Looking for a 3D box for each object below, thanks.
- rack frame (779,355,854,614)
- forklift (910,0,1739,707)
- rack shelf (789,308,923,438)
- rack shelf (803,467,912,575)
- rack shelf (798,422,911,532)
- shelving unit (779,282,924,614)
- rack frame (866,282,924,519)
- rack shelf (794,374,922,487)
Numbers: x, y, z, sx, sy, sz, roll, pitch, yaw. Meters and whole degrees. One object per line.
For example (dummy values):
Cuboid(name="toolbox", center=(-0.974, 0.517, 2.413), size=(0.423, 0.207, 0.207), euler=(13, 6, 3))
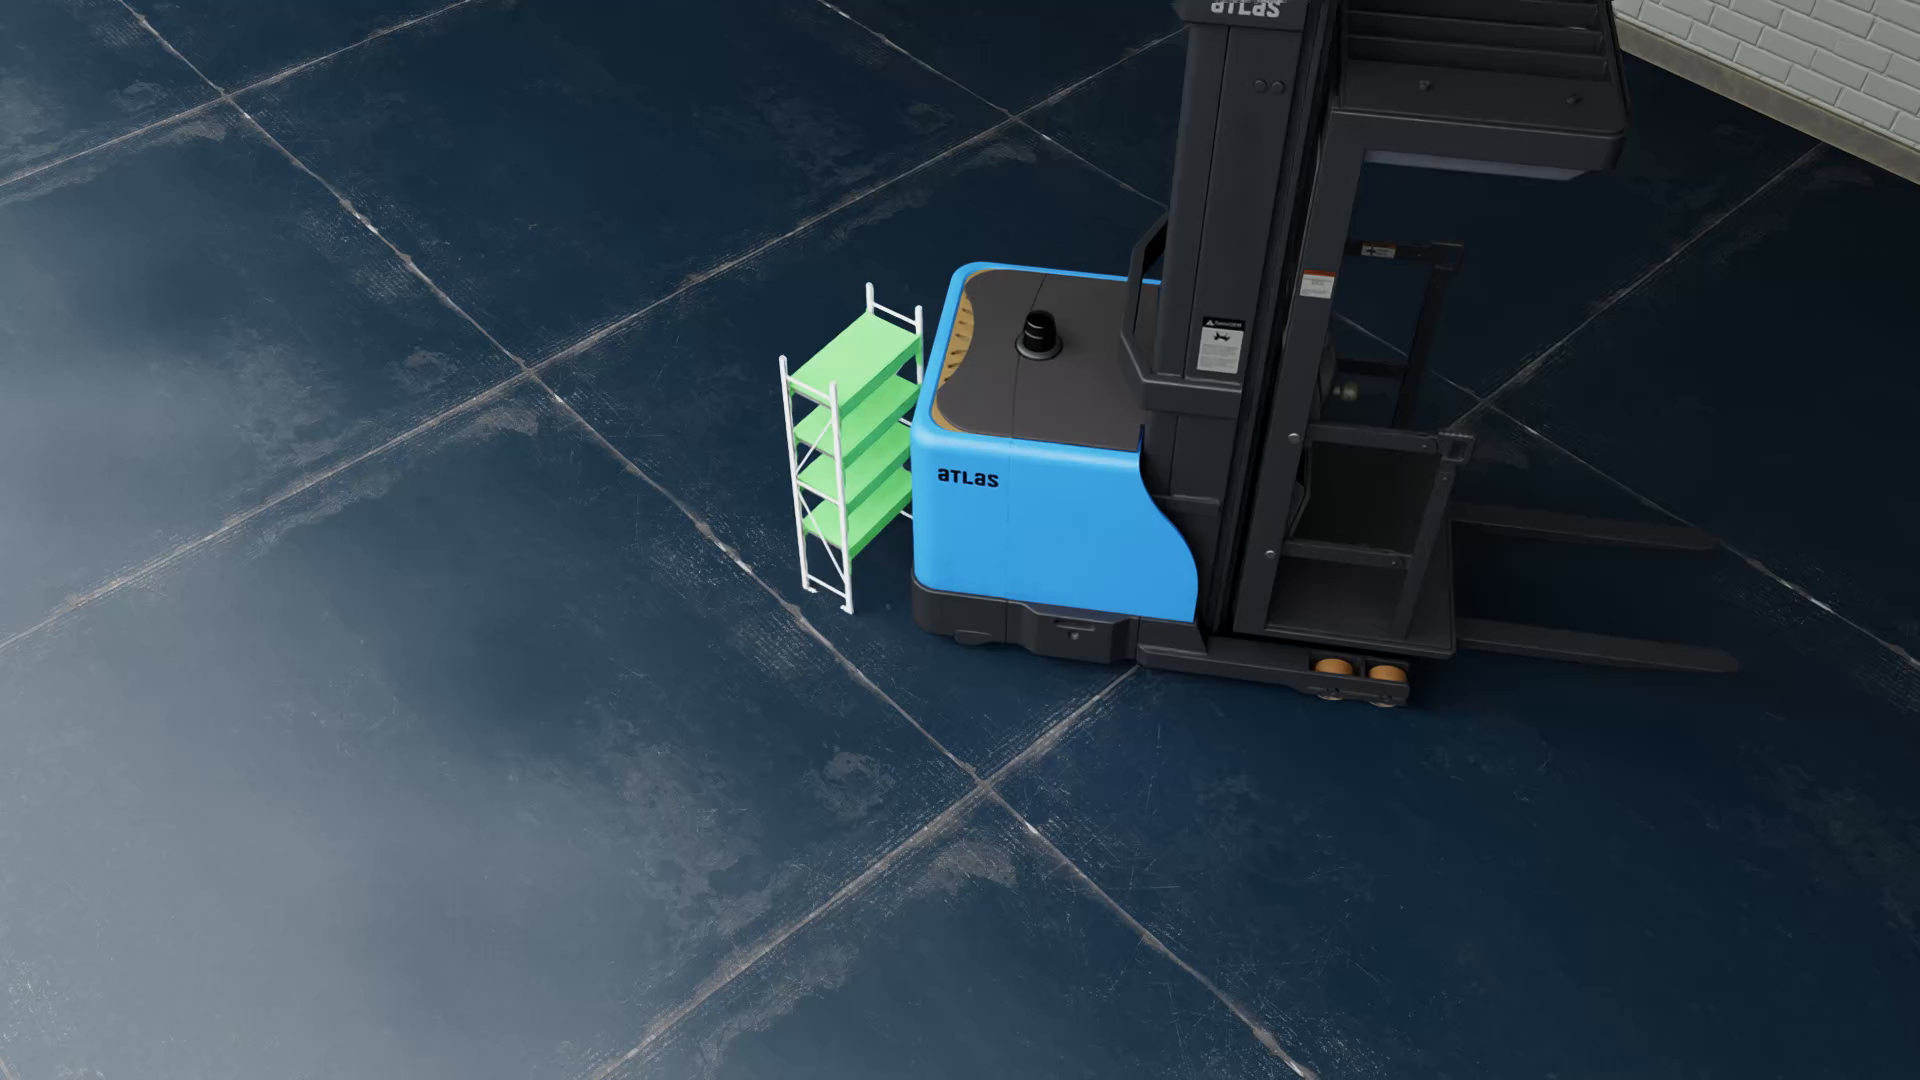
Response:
Cuboid(name="rack frame", center=(-0.518, -0.171, 6.092), size=(0.240, 1.200, 0.015), euler=(28, 53, 23))
Cuboid(name="forklift", center=(1.380, -0.798, 5.492), size=(3.031, 2.935, 1.130), euler=(7, 48, 6))
Cuboid(name="rack shelf", center=(-0.376, -0.599, 5.921), size=(0.258, 0.148, 0.480), euler=(28, 53, 23))
Cuboid(name="rack shelf", center=(-0.376, -0.111, 6.450), size=(0.258, 0.148, 0.480), euler=(28, 53, 23))
Cuboid(name="rack shelf", center=(-0.376, -0.274, 6.273), size=(0.258, 0.148, 0.480), euler=(28, 53, 23))
Cuboid(name="shelving unit", center=(-0.376, -0.317, 6.226), size=(0.258, 1.200, 0.503), euler=(28, 53, 23))
Cuboid(name="rack frame", center=(-0.235, -0.463, 6.361), size=(0.240, 1.200, 0.015), euler=(28, 53, 23))
Cuboid(name="rack shelf", center=(-0.376, -0.437, 6.097), size=(0.258, 0.148, 0.480), euler=(28, 53, 23))
